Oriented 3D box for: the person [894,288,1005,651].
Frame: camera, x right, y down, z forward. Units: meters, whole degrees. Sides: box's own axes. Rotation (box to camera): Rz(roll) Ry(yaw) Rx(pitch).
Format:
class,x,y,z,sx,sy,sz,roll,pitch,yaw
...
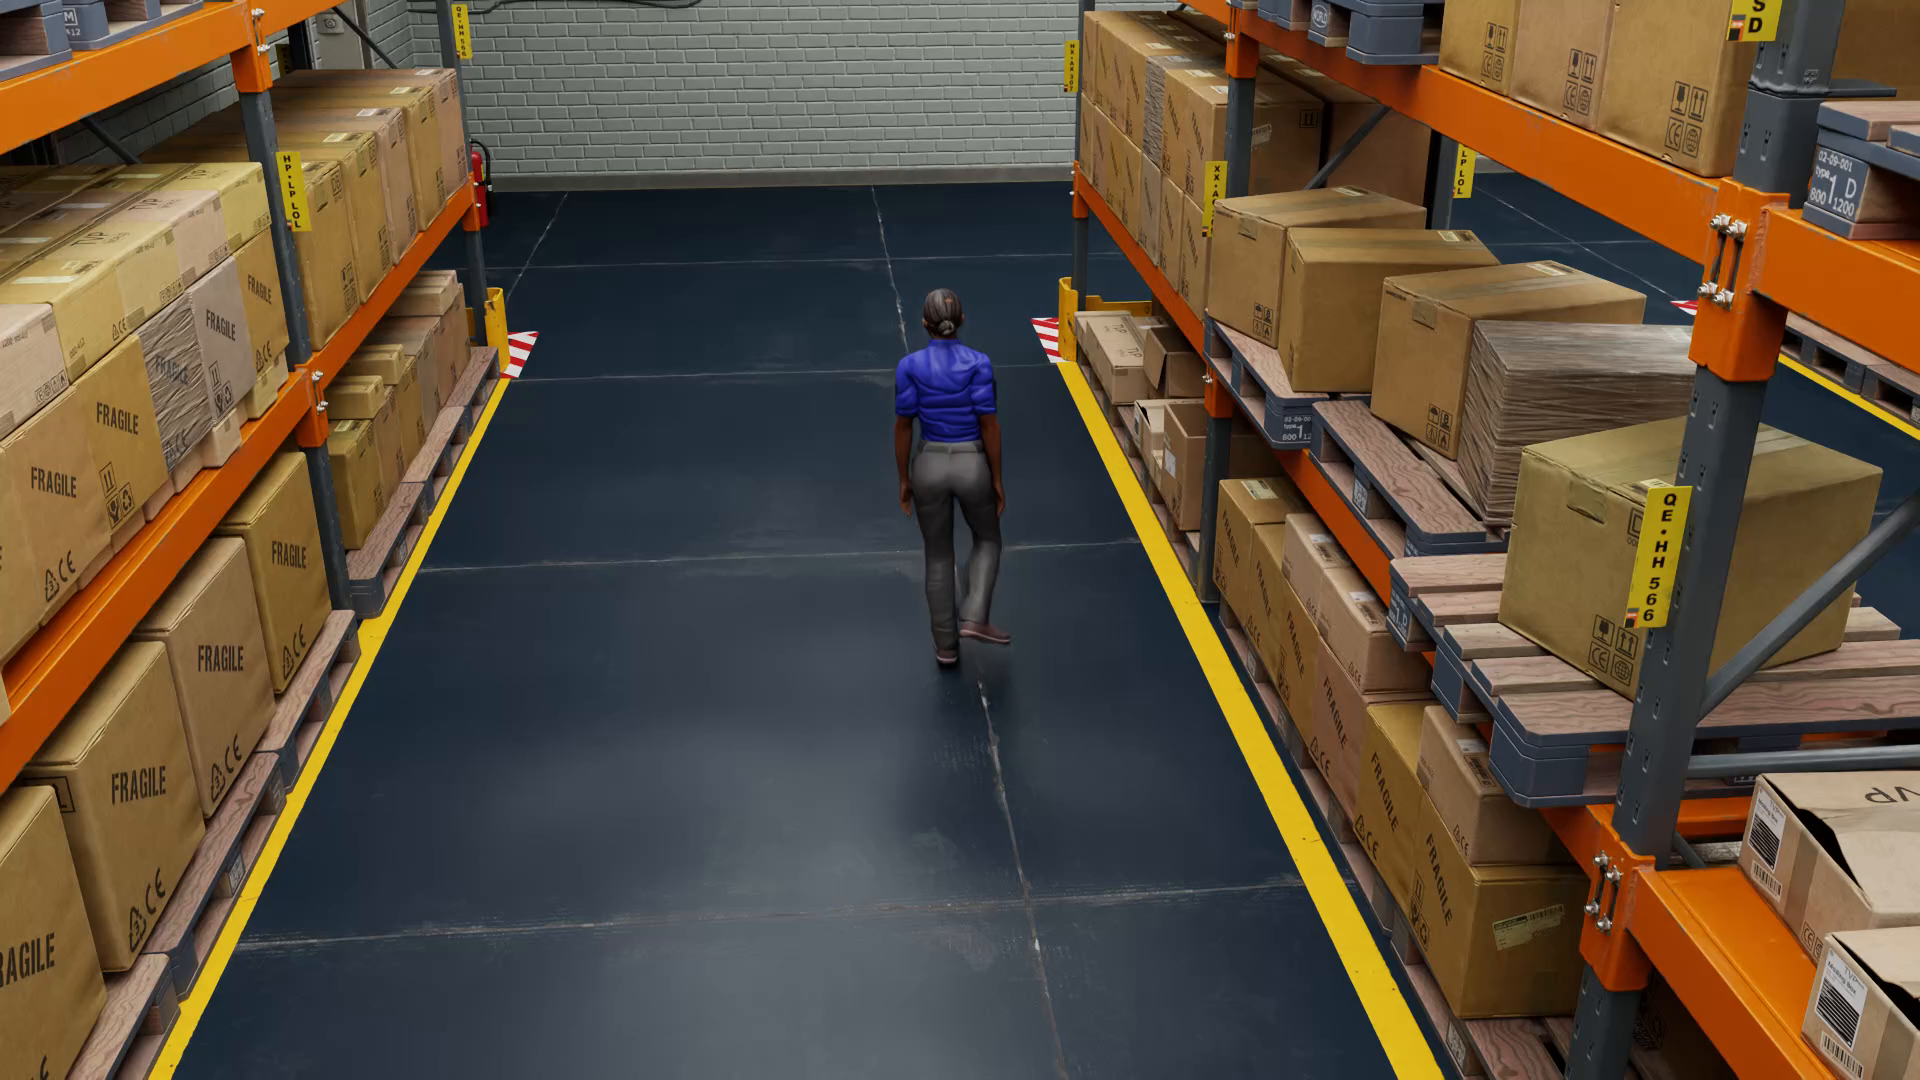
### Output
class,x,y,z,sx,sy,sz,roll,pitch,yaw
person,-0.044,-0.280,7.149,0.483,1.563,0.436,2,24,4
